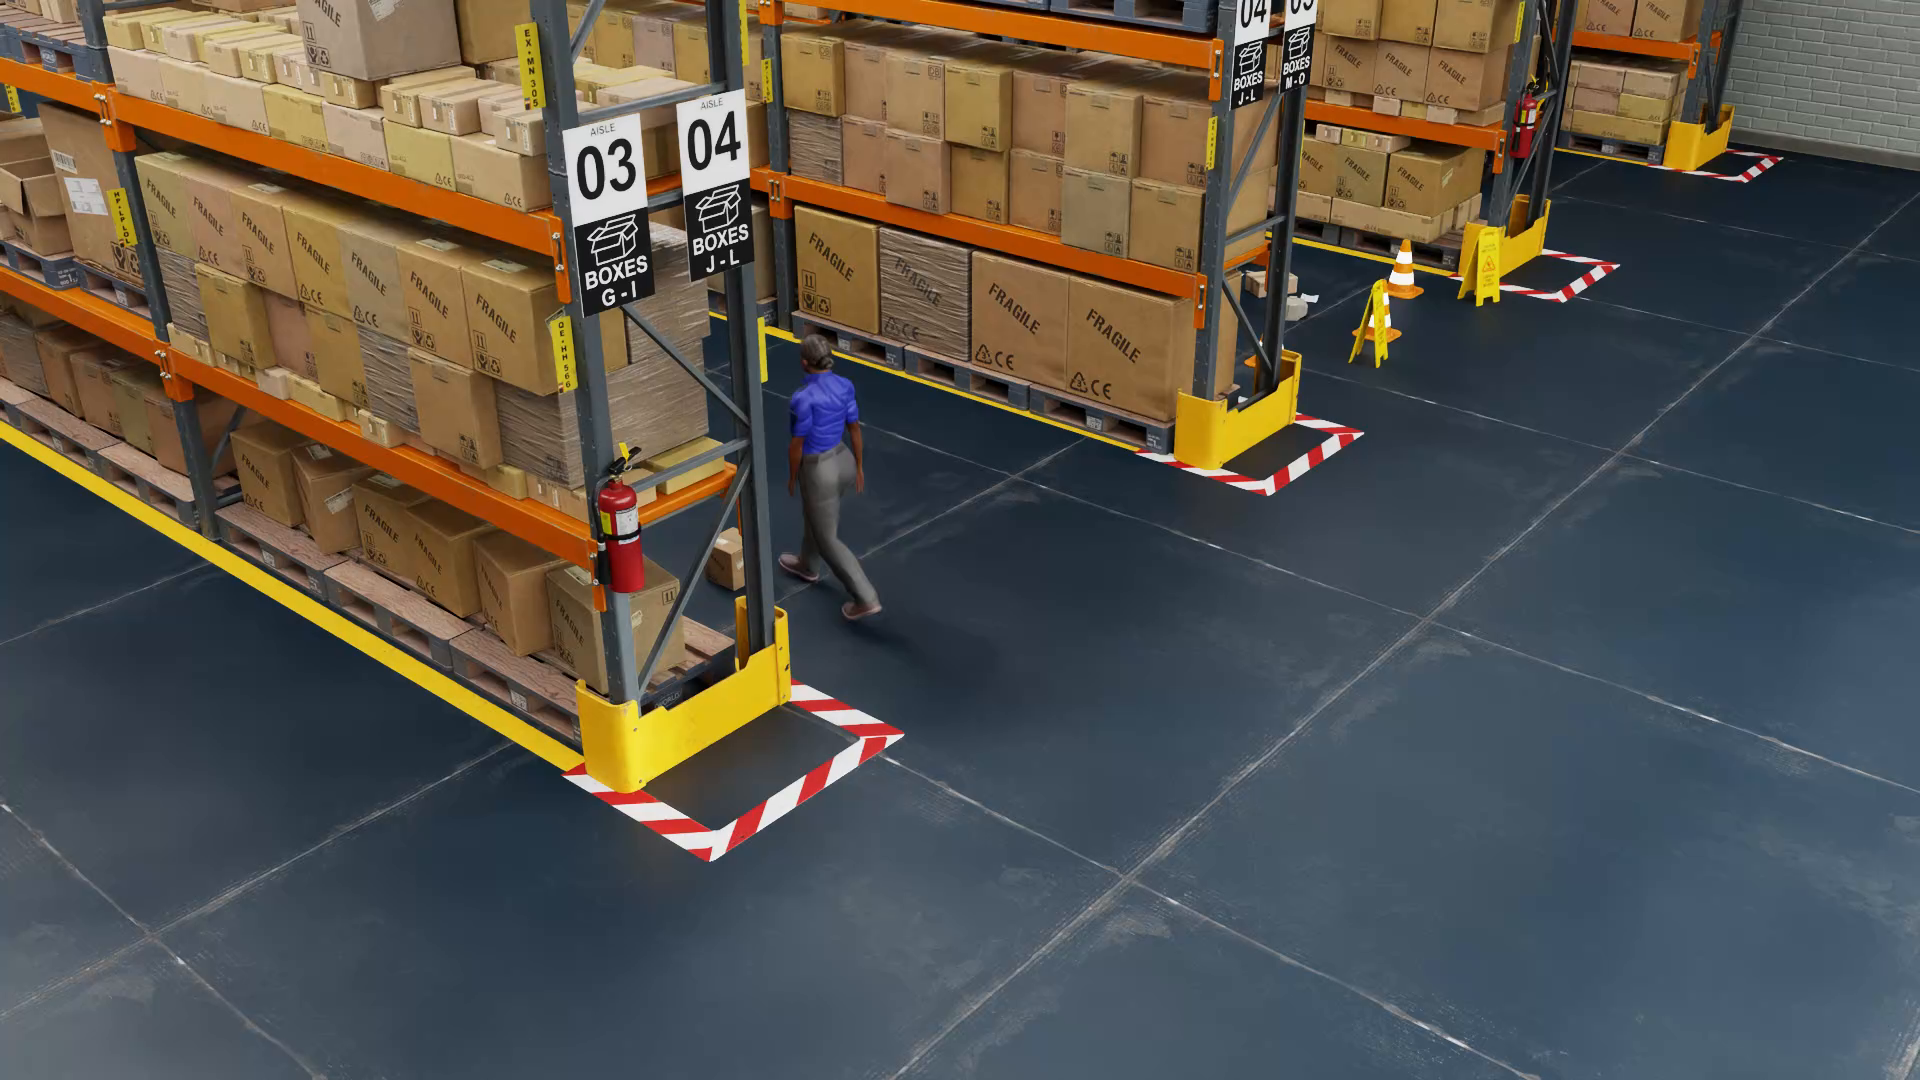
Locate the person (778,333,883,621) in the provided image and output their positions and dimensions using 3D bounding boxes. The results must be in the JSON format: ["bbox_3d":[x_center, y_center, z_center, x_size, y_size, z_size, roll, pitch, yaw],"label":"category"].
[{"bbox_3d":[-0.741,-0.385,9.373,0.993,1.614,0.460,19,33,32],"label":"person"}]
